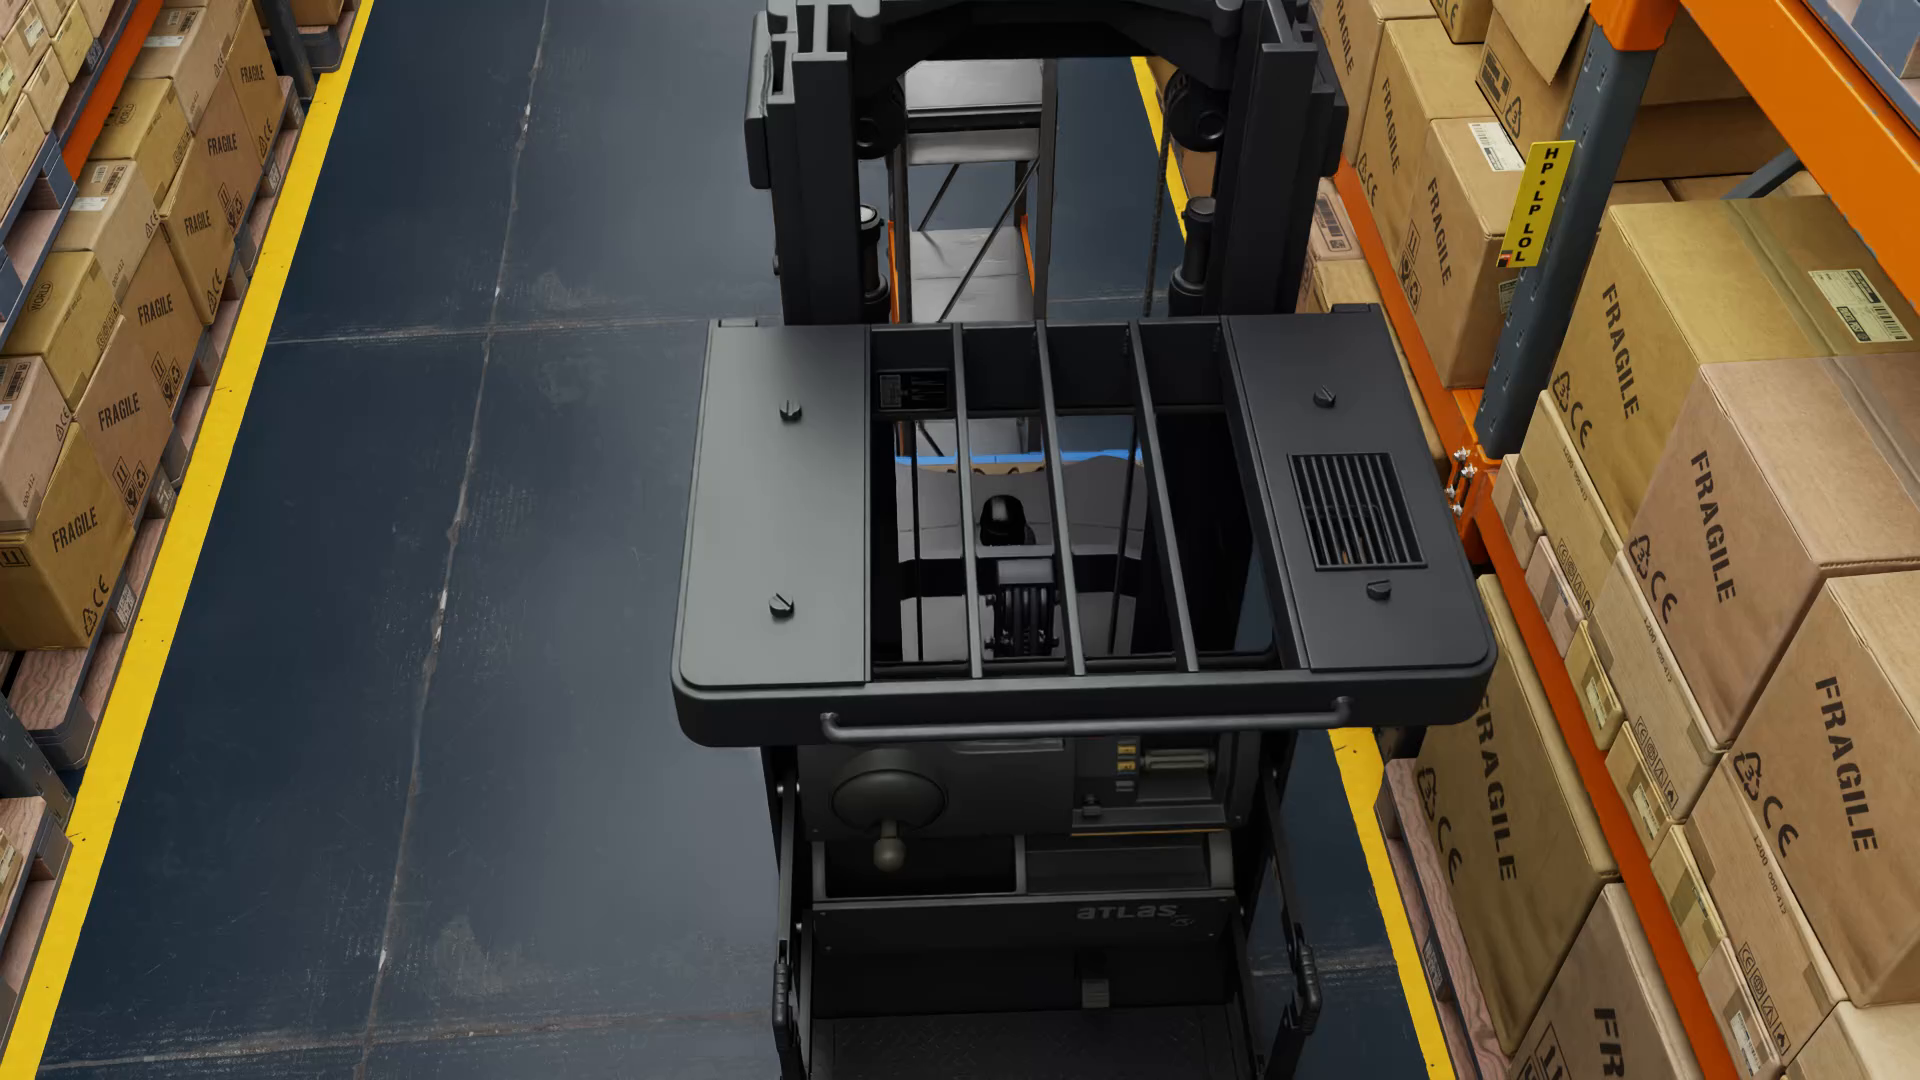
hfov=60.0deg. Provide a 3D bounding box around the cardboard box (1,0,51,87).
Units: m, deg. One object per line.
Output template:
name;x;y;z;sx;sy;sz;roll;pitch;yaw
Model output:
cardboard box;-2.820;-1.400;4.689;0.380;0.149;0.250;-2;47;-2

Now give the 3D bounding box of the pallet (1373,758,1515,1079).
pallet;1.784;1.116;4.548;1.003;0.211;1.213;-3;47;-3

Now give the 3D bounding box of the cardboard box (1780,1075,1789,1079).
cardboard box;1.623;1.050;2.862;0.380;0.149;0.250;-5;47;-4

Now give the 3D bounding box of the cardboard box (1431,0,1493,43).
cardboard box;1.690;-1.736;4.569;0.797;0.503;0.637;-3;47;-3

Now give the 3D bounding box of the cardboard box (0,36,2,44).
cardboard box;-2.794;-1.313;4.402;0.380;0.149;0.250;-4;47;-4

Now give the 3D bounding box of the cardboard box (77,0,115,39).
cardboard box;-2.860;-1.668;5.147;0.380;0.149;0.250;-5;47;-5

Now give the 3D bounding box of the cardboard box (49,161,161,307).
cardboard box;-3.037;-1.018;5.564;0.500;0.250;0.500;-2;47;-2

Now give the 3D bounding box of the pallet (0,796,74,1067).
pallet;-3.062;1.273;4.399;1.003;0.211;1.213;-3;47;-3

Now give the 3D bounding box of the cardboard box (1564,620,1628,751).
cardboard box;1.536;0.303;3.570;0.380;0.149;0.250;-2;47;-2

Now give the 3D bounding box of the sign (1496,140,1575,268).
sign;1.258;-0.729;3.632;0.100;0.325;0.005;-3;47;-3

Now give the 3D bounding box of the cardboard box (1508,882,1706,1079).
cardboard box;1.849;1.322;3.606;0.875;0.875;0.875;-3;47;-3

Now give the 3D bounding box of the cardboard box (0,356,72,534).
cardboard box;-2.952;-0.263;4.849;0.500;0.250;0.500;-5;47;-5

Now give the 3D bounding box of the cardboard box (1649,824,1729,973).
cardboard box;1.581;0.678;3.215;0.380;0.149;0.250;-4;47;-4

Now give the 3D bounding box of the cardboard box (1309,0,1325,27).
cardboard box;1.364;-1.853;5.370;0.500;0.500;0.500;-3;47;-3

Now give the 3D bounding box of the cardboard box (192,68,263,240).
cardboard box;-3.133;-1.512;6.549;0.500;0.500;0.500;-2;47;-2

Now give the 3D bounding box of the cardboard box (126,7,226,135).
cardboard box;-3.116;-1.763;6.270;0.500;0.250;0.500;-3;47;-3

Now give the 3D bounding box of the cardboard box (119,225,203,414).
cardboard box;-3.054;-0.766;5.842;0.500;0.500;0.500;-3;47;-3

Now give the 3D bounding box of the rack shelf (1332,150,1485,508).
rack shelf;1.631;-1.598;5.693;1.077;0.370;4.000;-3;47;-3

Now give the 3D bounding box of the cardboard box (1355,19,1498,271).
cardboard box;1.452;-1.113;4.669;0.500;0.500;0.500;-2;47;-2

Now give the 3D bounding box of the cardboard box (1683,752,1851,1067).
cardboard box;1.662;0.642;2.975;0.500;0.250;0.500;-2;47;-2

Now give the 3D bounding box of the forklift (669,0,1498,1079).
forklift;0.150;0.560;3.201;1.130;2.935;3.031;-2;47;-2

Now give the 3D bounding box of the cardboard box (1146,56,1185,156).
cardboard box;1.500;-2.205;6.947;1.225;0.875;0.875;-5;47;-5

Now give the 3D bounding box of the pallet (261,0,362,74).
pallet;-3.479;-2.680;8.143;1.003;0.211;1.213;-3;47;-3

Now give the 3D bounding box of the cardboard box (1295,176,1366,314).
cardboard box;1.649;-0.920;5.730;1.225;0.875;0.875;-5;47;-5

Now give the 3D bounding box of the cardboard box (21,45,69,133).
cardboard box;-2.815;-1.288;4.788;0.380;0.149;0.250;-5;47;-5

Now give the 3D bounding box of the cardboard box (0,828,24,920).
cardboard box;-2.781;0.929;4.478;0.380;0.149;0.250;-3;47;-3

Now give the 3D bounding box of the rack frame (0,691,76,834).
rack frame;-3.153;-0.170;3.845;1.000;3.000;0.127;-3;47;-3

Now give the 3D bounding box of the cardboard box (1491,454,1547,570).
cardboard box;1.491;-0.077;3.930;0.380;0.149;0.250;-3;47;-3

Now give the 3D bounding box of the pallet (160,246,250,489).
pallet;-3.325;-0.659;6.229;1.003;0.211;1.213;-3;47;-3

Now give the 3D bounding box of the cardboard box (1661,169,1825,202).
cardboard box;2.009;-0.780;4.354;0.500;0.500;0.500;-3;47;-3

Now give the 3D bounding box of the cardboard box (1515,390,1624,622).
cardboard box;1.576;-0.093;3.670;0.500;0.250;0.500;-4;47;-4

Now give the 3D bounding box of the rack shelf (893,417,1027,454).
rack shelf;0.014;-0.112;5.392;0.431;0.518;0.480;-3;47;-3

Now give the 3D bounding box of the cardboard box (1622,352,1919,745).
cardboard box;1.617;0.012;3.054;0.500;0.500;0.500;-3;47;-3

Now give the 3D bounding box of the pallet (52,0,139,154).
pallet;-3.281;-1.568;5.301;1.003;0.211;1.213;-3;47;-3

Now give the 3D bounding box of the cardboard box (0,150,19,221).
cardboard box;-2.774;-0.922;4.441;0.380;0.149;0.250;-3;47;-3

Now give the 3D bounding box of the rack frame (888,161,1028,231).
rack frame;-0.007;-0.779;5.041;0.400;2.100;0.015;-3;47;-3

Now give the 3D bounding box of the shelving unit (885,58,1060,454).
shelving unit;0.014;-0.602;4.874;0.431;2.100;0.503;-3;47;-3

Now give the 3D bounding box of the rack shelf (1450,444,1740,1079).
rack shelf;1.965;1.296;2.952;1.077;0.370;4.000;-3;47;-3

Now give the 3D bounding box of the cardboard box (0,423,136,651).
cardboard box;-2.951;-0.005;5.121;0.500;0.500;0.500;-2;47;-2
